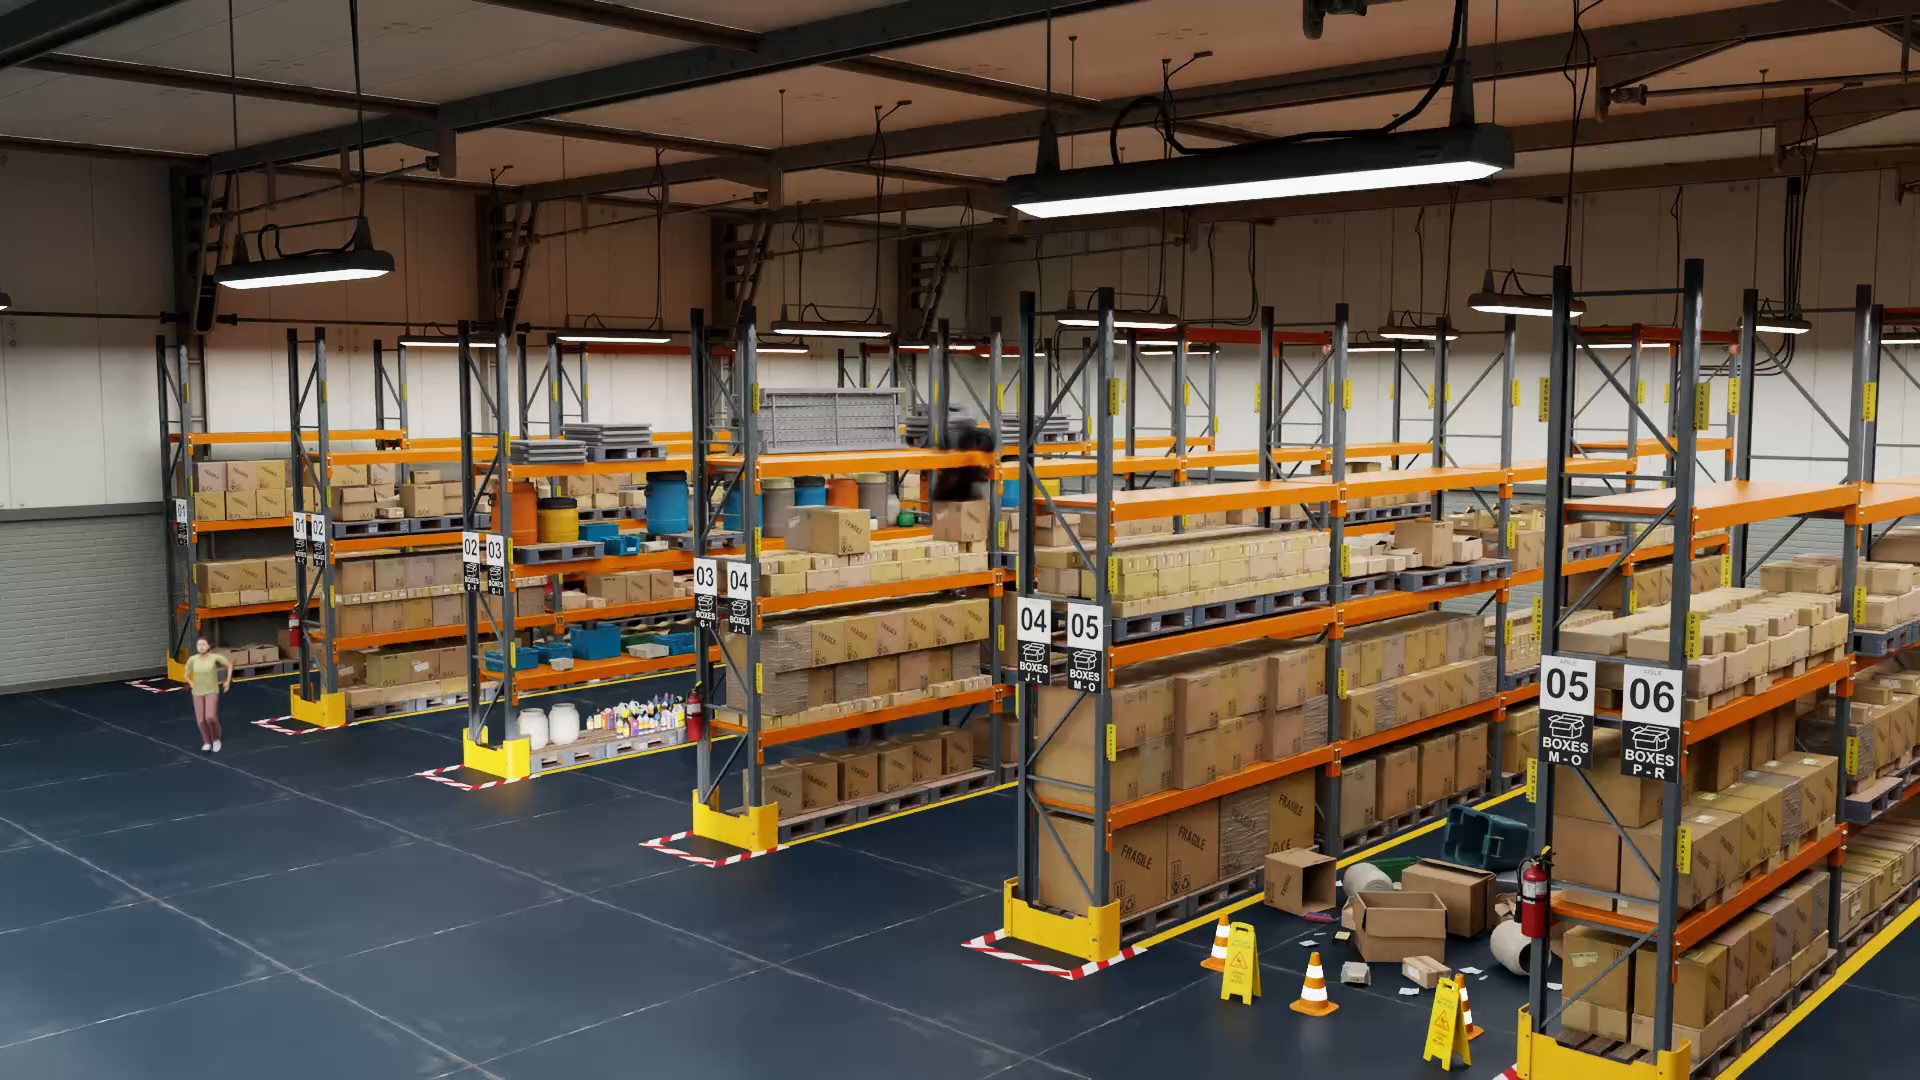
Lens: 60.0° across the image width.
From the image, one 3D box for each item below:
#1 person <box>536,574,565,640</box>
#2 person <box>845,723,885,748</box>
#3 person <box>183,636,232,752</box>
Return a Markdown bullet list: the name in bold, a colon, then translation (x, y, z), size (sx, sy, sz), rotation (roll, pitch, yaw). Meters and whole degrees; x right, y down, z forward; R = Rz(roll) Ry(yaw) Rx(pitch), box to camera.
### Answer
- **person**: translation (-7.588, 1.457, 30.536), size (0.640, 1.800, 0.795), rotation (5, 7, 44)
- **person**: translation (-1.356, 1.962, 22.080), size (0.693, 1.790, 0.942), rotation (4, 7, 35)
- **person**: translation (-10.523, 2.162, 23.216), size (0.590, 1.653, 0.621), rotation (-1, 5, -12)
